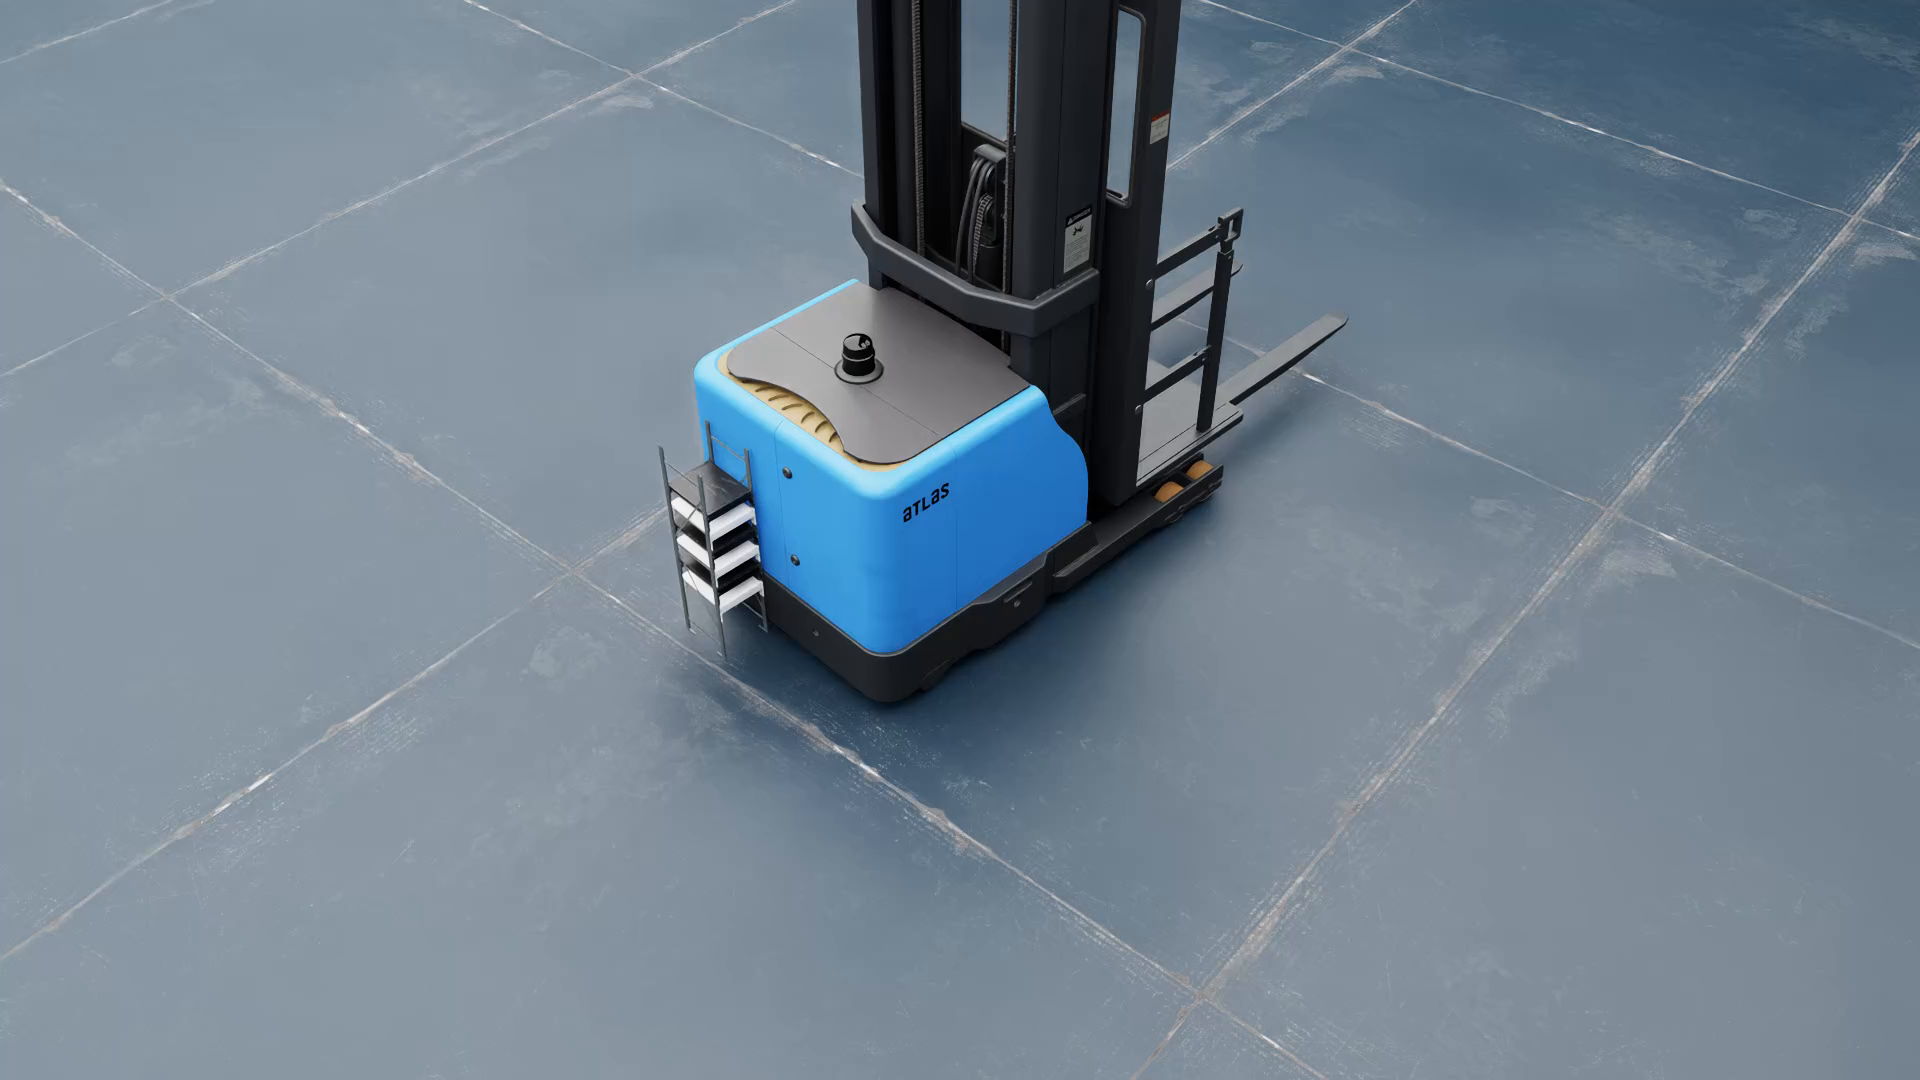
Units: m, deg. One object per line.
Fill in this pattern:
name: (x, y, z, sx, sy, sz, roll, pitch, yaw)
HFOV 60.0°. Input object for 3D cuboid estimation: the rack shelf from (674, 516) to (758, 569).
rack shelf: (-0.890, -0.030, 6.029, 0.200, 0.077, 0.258, -33, 52, -31)

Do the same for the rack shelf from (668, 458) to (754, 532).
rack shelf: (-0.890, -0.163, 5.908, 0.200, 0.077, 0.258, -33, 52, -31)

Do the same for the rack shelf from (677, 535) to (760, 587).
rack shelf: (-0.890, 0.037, 6.090, 0.200, 0.077, 0.258, -33, 52, -31)

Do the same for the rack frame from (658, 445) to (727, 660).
rack frame: (-0.963, 0.060, 6.015, 0.006, 0.900, 0.240, -33, 52, -31)

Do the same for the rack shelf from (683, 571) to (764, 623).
rack shelf: (-0.890, 0.170, 6.211, 0.200, 0.077, 0.258, -33, 52, -31)

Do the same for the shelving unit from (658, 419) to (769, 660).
shelving unit: (-0.890, 0.012, 6.068, 0.210, 0.900, 0.258, -33, 52, -31)

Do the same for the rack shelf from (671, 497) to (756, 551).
rack shelf: (-0.890, -0.096, 5.969, 0.200, 0.077, 0.258, -33, 52, -31)

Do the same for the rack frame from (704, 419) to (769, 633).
rack frame: (-0.818, -0.036, 6.120, 0.006, 0.900, 0.240, -33, 52, -31)

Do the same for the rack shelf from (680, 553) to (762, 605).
rack shelf: (-0.890, 0.104, 6.151, 0.200, 0.077, 0.258, -33, 52, -31)

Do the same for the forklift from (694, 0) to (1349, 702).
forklift: (0.449, -1.380, 6.089, 3.031, 2.935, 1.130, -33, 52, -31)
